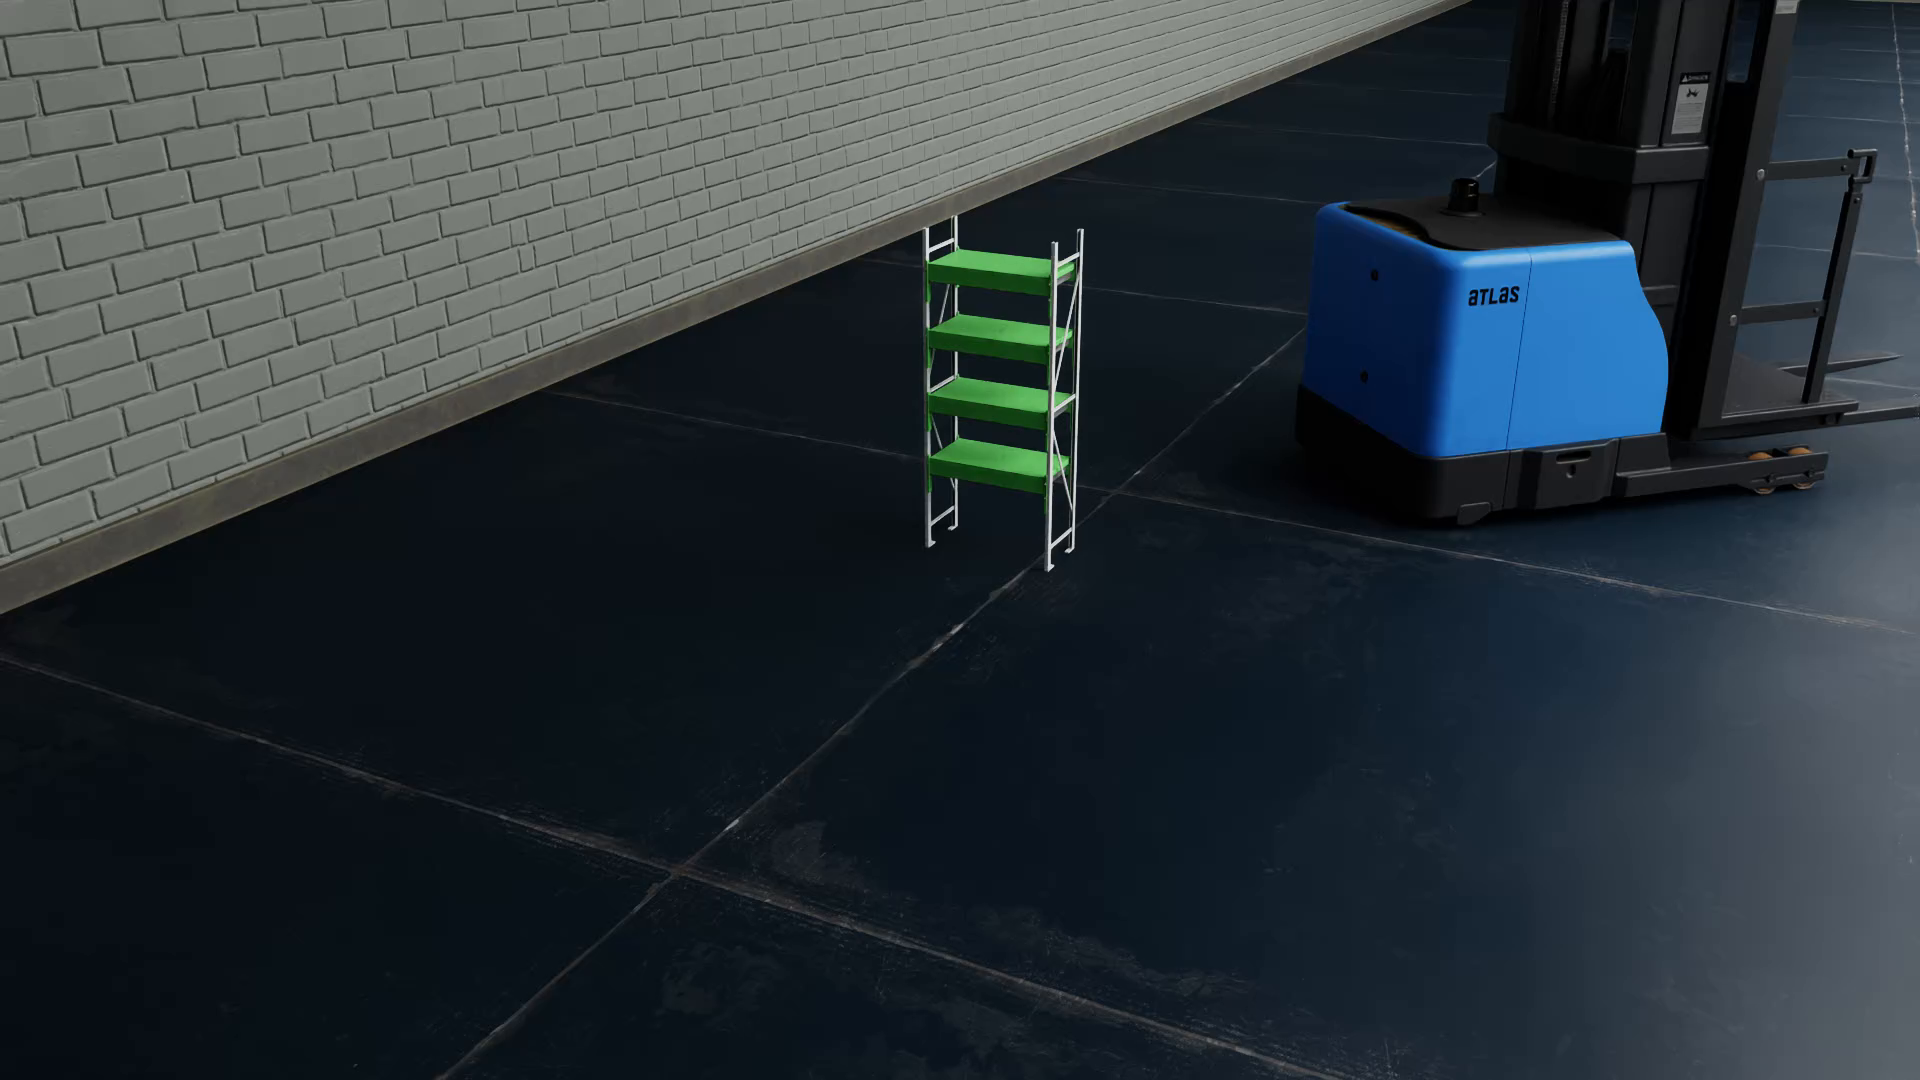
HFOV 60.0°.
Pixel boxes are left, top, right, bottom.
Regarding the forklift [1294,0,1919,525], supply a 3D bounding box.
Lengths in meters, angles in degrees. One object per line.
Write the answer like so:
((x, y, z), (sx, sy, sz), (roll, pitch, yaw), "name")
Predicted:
((3.007, -1.723, 6.589), (3.031, 2.935, 1.130), (-7, 24, -16), "forklift")

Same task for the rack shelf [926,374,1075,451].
((0.148, -0.464, 6.005), (0.480, 0.148, 0.258), (11, 25, 25), "rack shelf")

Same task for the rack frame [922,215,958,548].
((-0.070, -0.566, 6.081), (0.015, 1.200, 0.240), (11, 25, 25), "rack frame")

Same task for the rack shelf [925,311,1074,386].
((0.148, -0.685, 5.911), (0.480, 0.148, 0.258), (11, 25, 25), "rack shelf")

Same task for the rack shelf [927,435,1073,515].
((0.148, -0.243, 6.099), (0.480, 0.148, 0.258), (11, 25, 25), "rack shelf")

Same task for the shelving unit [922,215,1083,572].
((0.148, -0.523, 5.980), (0.503, 1.200, 0.258), (11, 25, 25), "shelving unit")

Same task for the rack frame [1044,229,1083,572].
((0.365, -0.480, 5.879), (0.015, 1.200, 0.240), (11, 25, 25), "rack frame")

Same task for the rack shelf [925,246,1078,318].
((0.148, -0.906, 5.817), (0.480, 0.148, 0.258), (11, 25, 25), "rack shelf")
